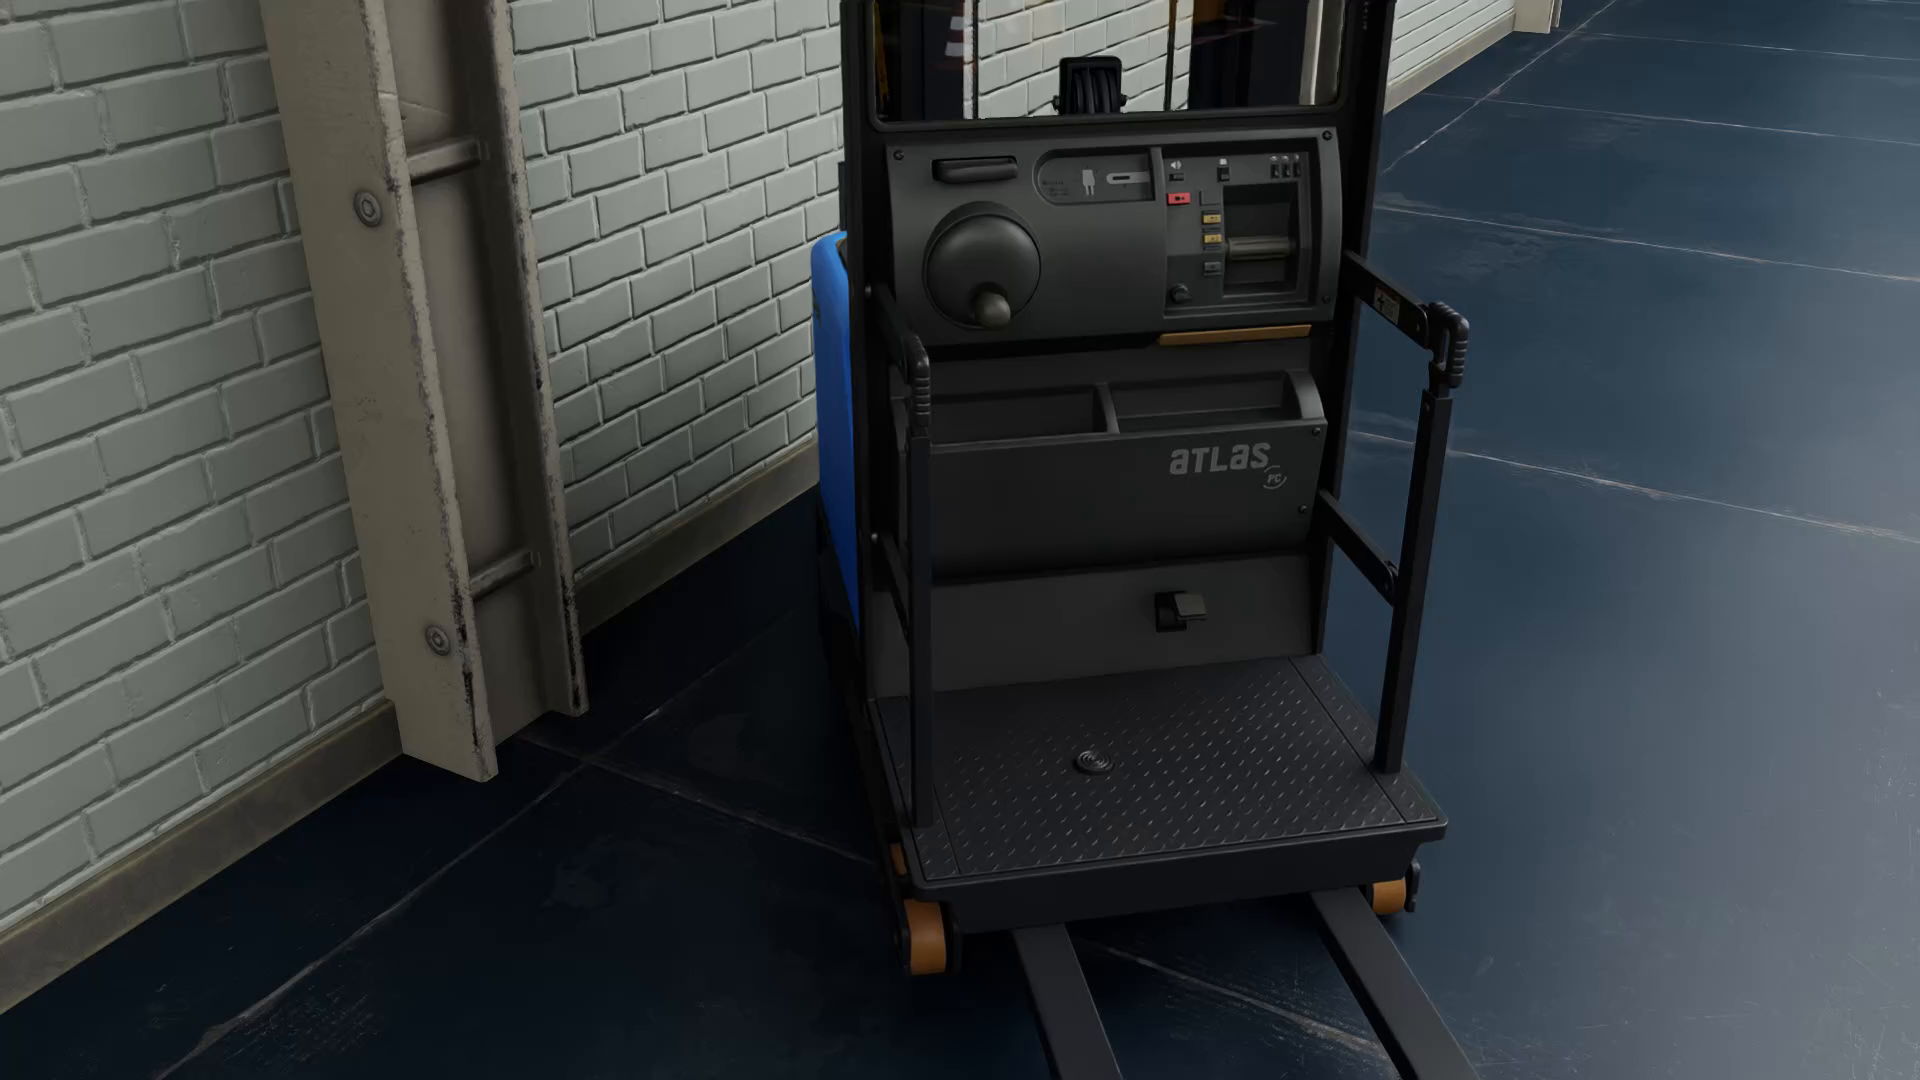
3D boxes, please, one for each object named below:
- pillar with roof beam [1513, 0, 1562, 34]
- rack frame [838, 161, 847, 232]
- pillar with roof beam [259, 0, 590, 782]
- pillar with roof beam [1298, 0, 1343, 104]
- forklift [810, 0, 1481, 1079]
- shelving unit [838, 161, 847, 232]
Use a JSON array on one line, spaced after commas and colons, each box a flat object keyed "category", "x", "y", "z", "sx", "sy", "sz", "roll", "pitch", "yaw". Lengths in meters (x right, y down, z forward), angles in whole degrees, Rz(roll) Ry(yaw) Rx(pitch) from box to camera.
[{"category": "pillar with roof beam", "x": 8.451, "y": -7.270, "z": 9.719, "sx": 9.100, "sy": 9.000, "sz": 0.400, "roll": 14, "pitch": 30, "yaw": 26}, {"category": "rack frame", "x": -0.245, "y": -0.504, "z": 4.916, "sx": 0.240, "sy": 1.200, "sz": 0.015, "roll": 18, "pitch": 32, "yaw": 31}, {"category": "pillar with roof beam", "x": 2.548, "y": -2.593, "z": 0.377, "sx": 9.100, "sy": 9.000, "sz": 0.400, "roll": 14, "pitch": 30, "yaw": 26}, {"category": "pillar with roof beam", "x": 5.499, "y": -4.931, "z": 5.048, "sx": 9.100, "sy": 9.000, "sz": 0.400, "roll": 14, "pitch": 30, "yaw": 26}, {"category": "forklift", "x": 0.360, "y": -0.587, "z": 3.149, "sx": 1.130, "sy": 2.935, "sz": 3.031, "roll": -5, "pitch": 27, "yaw": -10}, {"category": "shelving unit", "x": -0.102, "y": -0.592, "z": 5.093, "sx": 0.258, "sy": 1.200, "sz": 0.503, "roll": 18, "pitch": 32, "yaw": 31}]
